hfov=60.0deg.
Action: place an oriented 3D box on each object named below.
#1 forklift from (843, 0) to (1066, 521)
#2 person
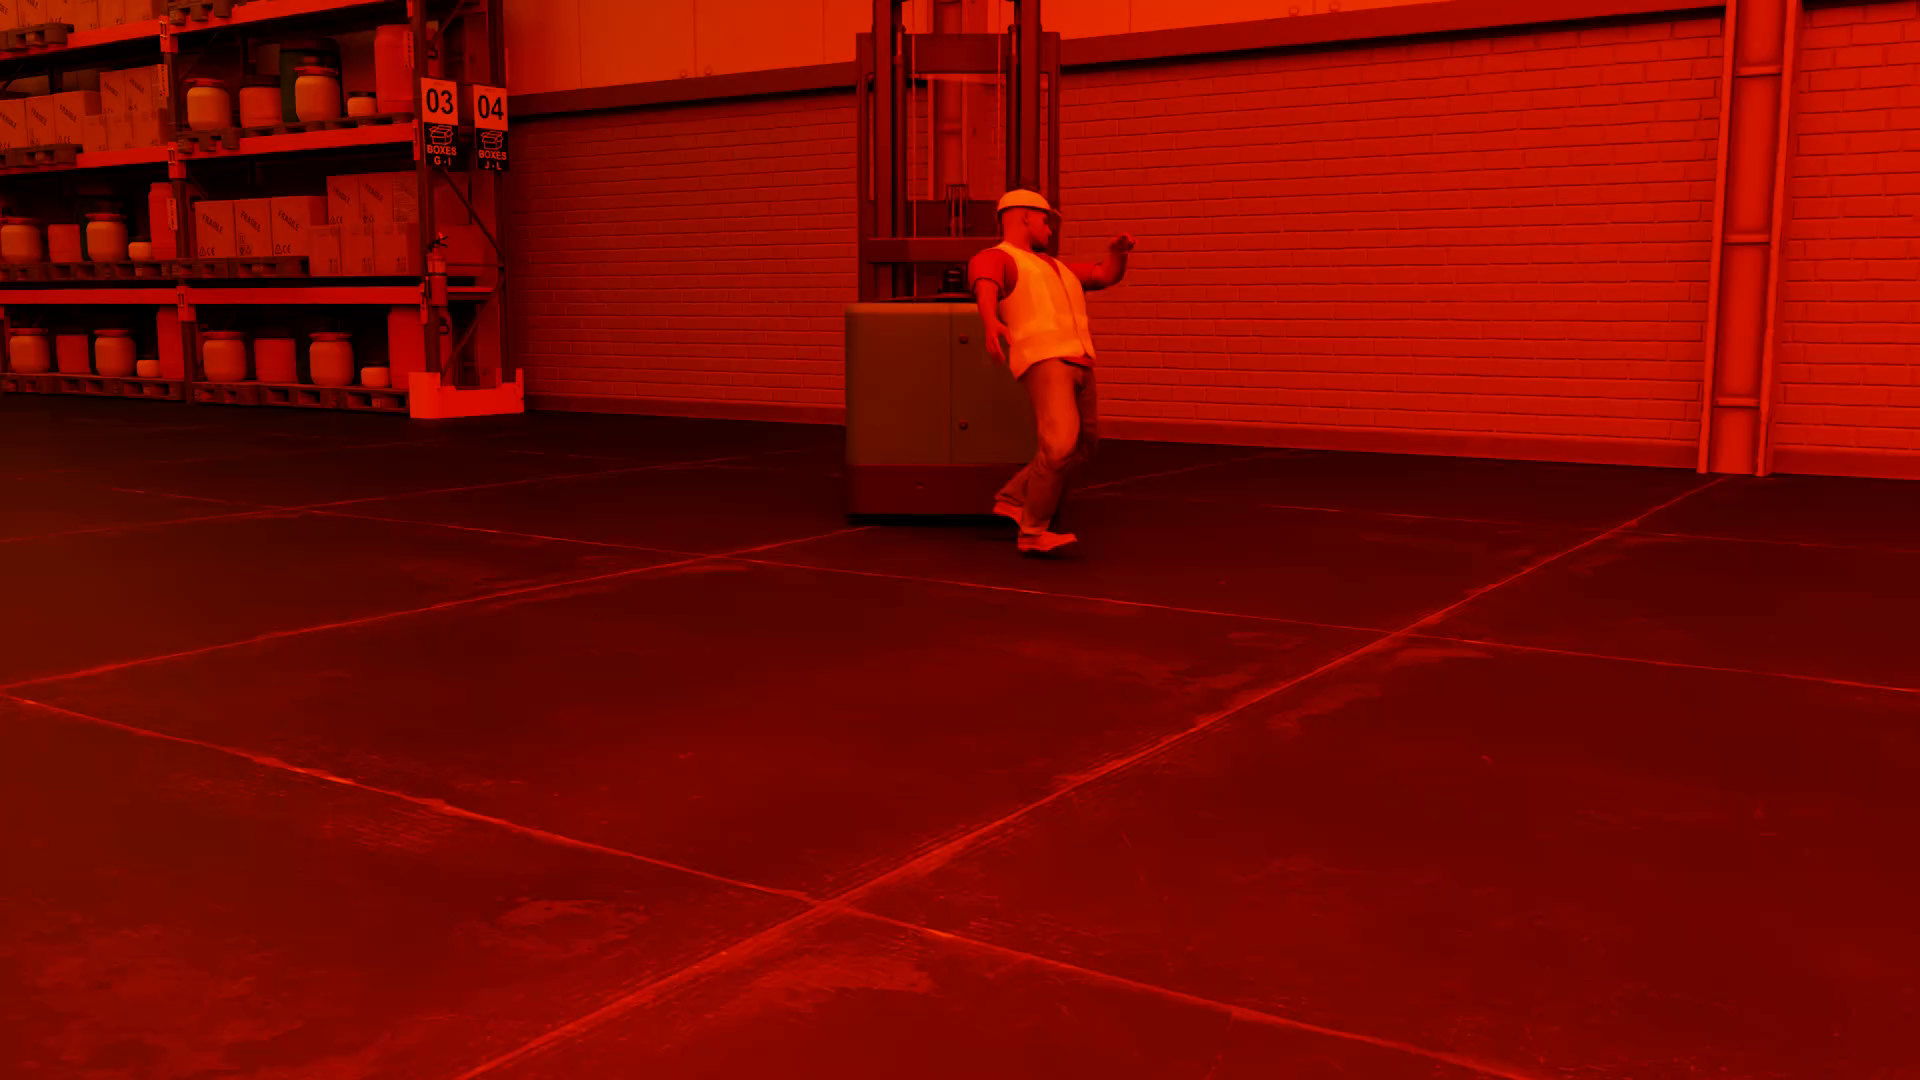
[{"bbox_3d":[-0.017,-1.594,8.717,1.129,2.843,1.939,0,8,2],"label":"forklift"},{"bbox_3d":[0.341,-0.723,7.049,0.827,1.548,0.959,4,9,27],"label":"person"}]
